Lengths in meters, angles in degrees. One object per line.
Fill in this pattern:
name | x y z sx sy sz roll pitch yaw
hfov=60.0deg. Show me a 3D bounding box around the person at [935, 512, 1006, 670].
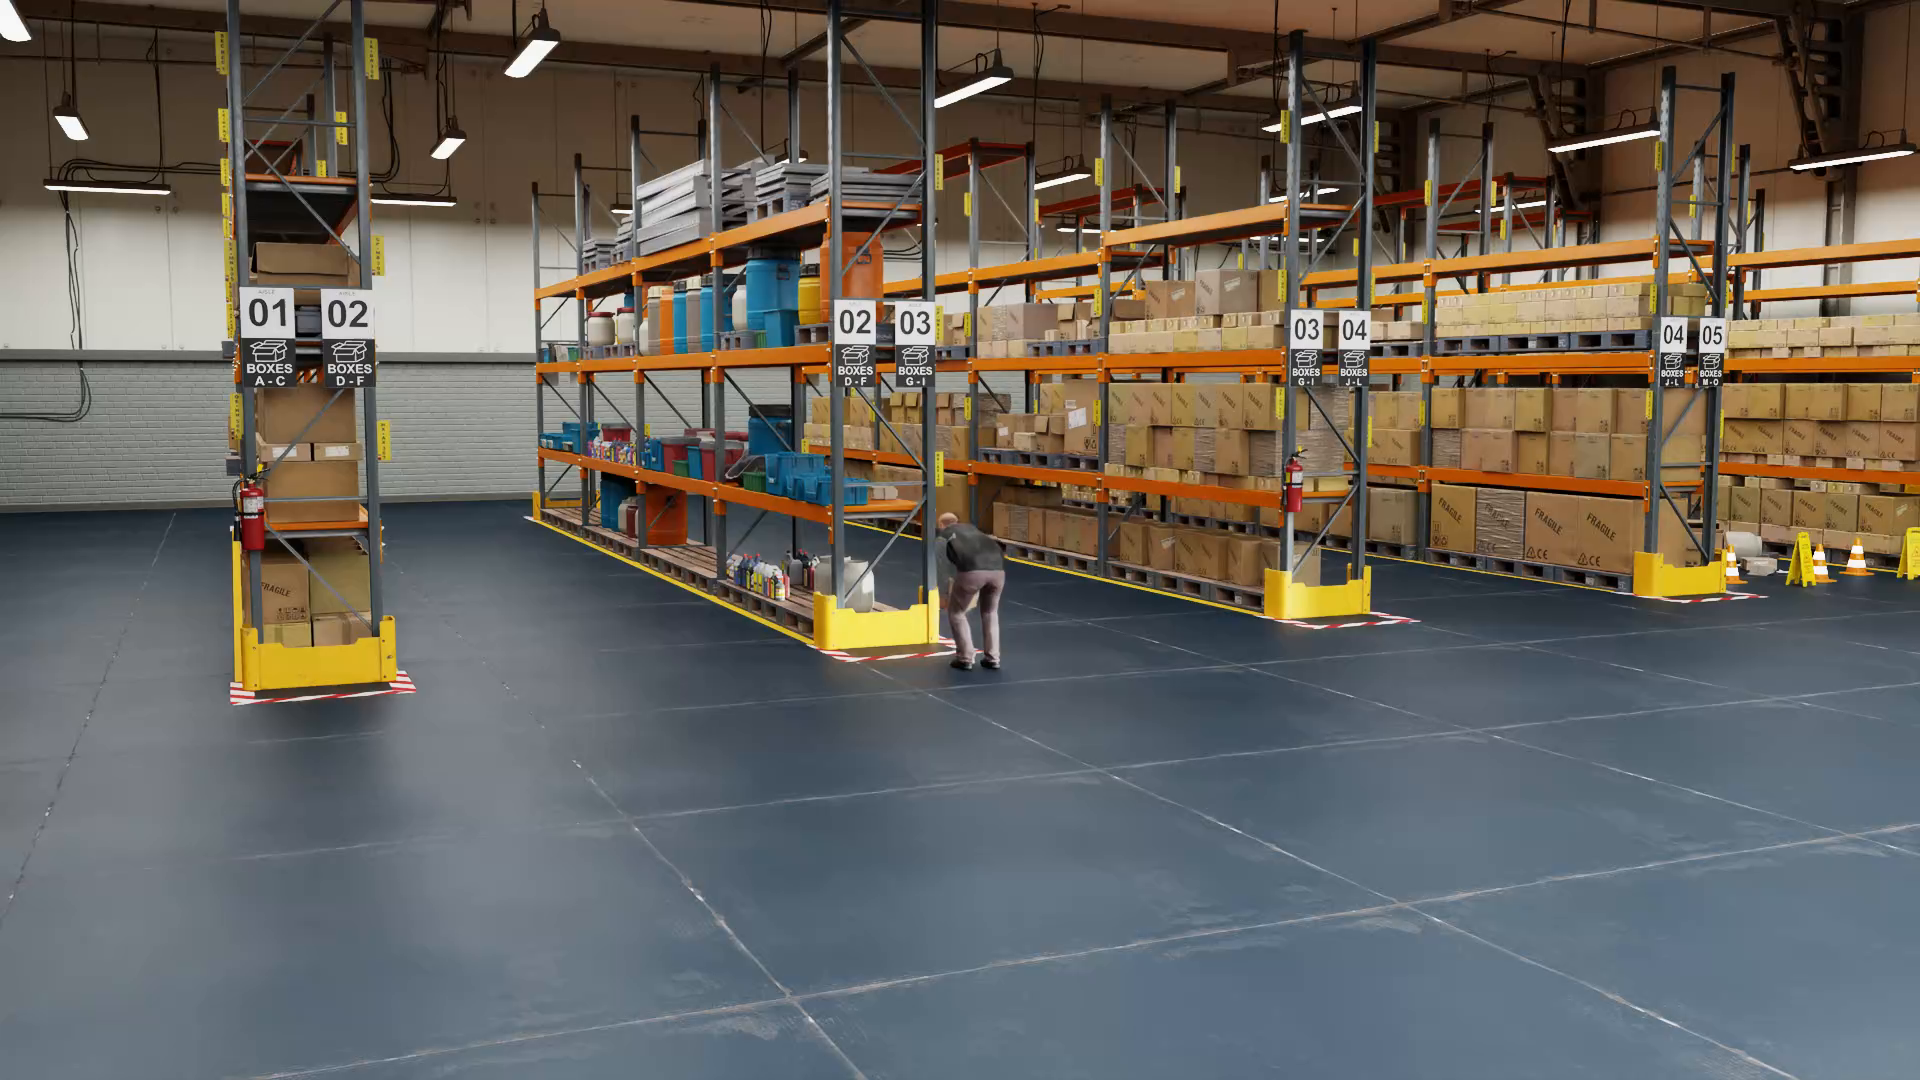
person | 0.054 0.438 14.427 0.469 1.309 0.897 -3 6 -26
